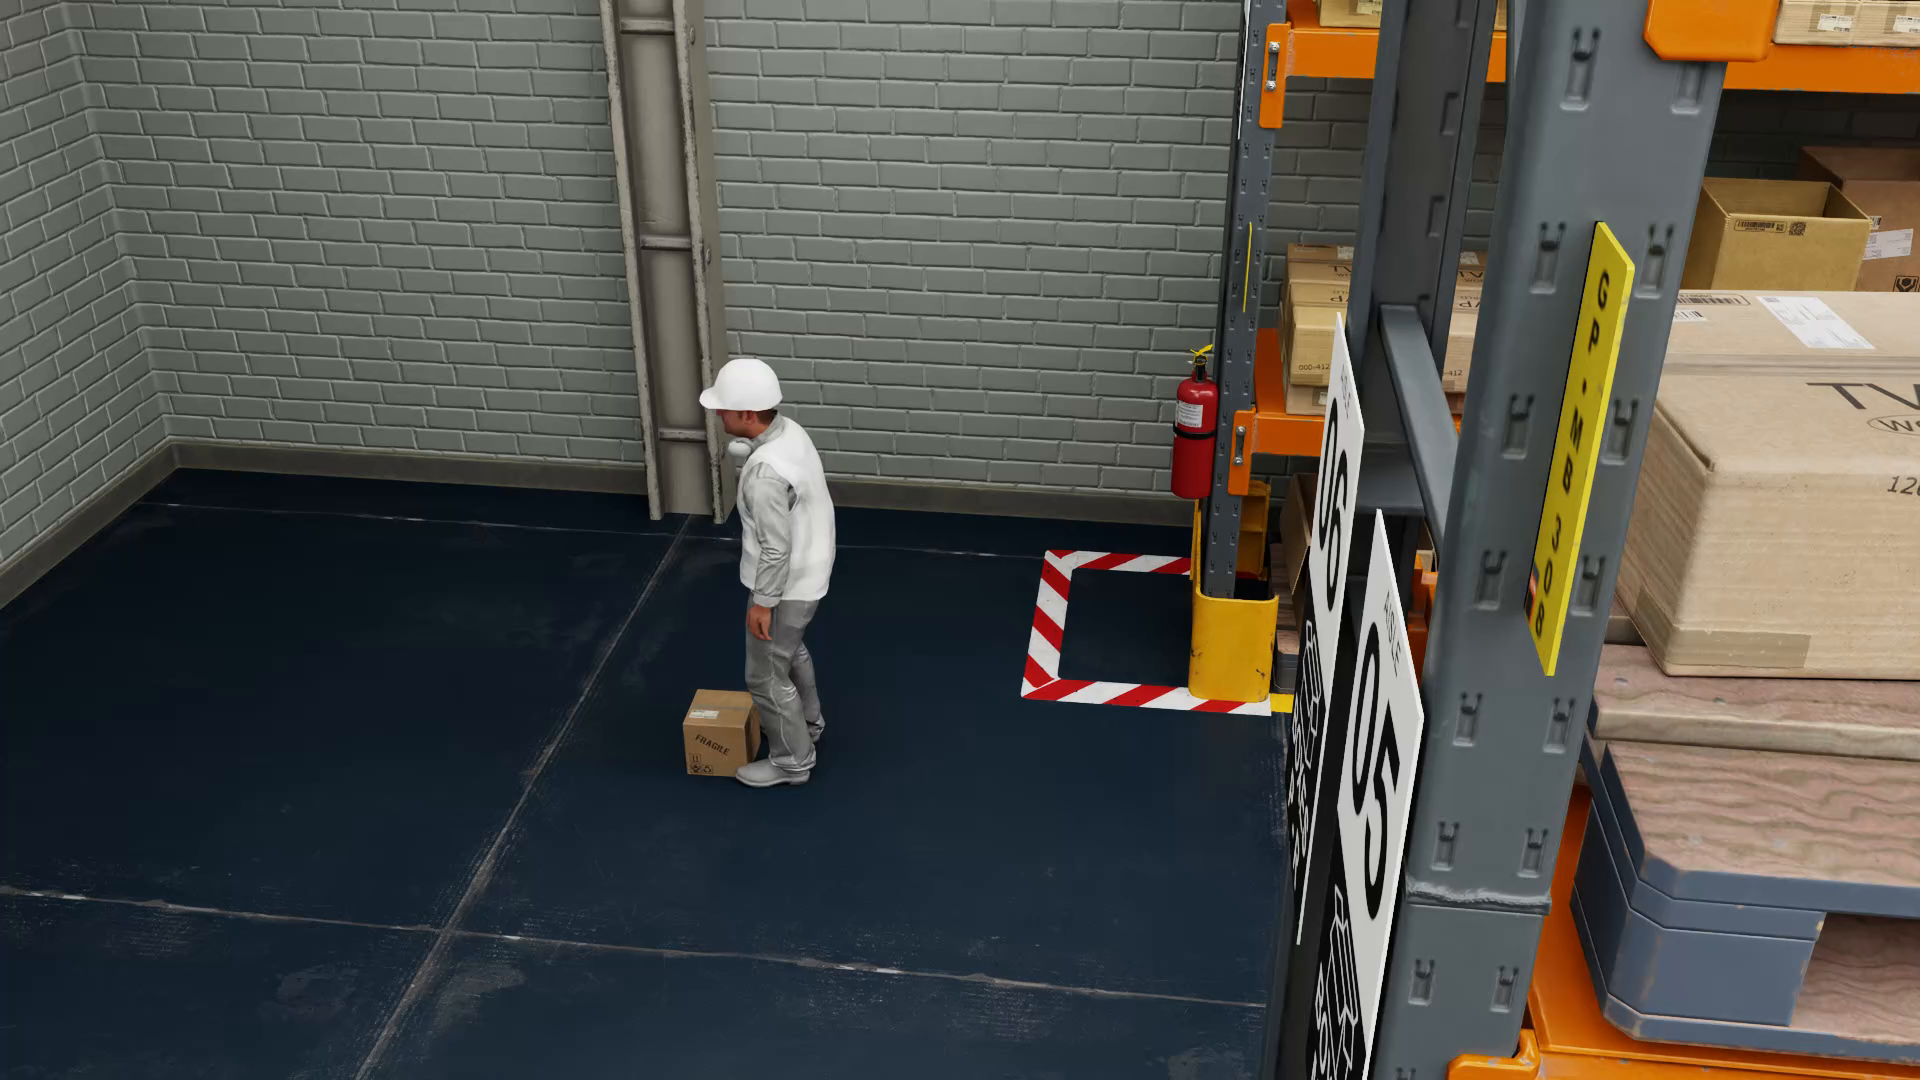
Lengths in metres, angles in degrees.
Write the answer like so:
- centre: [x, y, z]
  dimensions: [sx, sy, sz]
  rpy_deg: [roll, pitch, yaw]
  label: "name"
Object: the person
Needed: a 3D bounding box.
- centre: [-0.703, 0.129, 6.355]
  dimensions: [0.465, 1.771, 0.592]
  rpy_deg: [2, 28, 3]
  label: "person"
